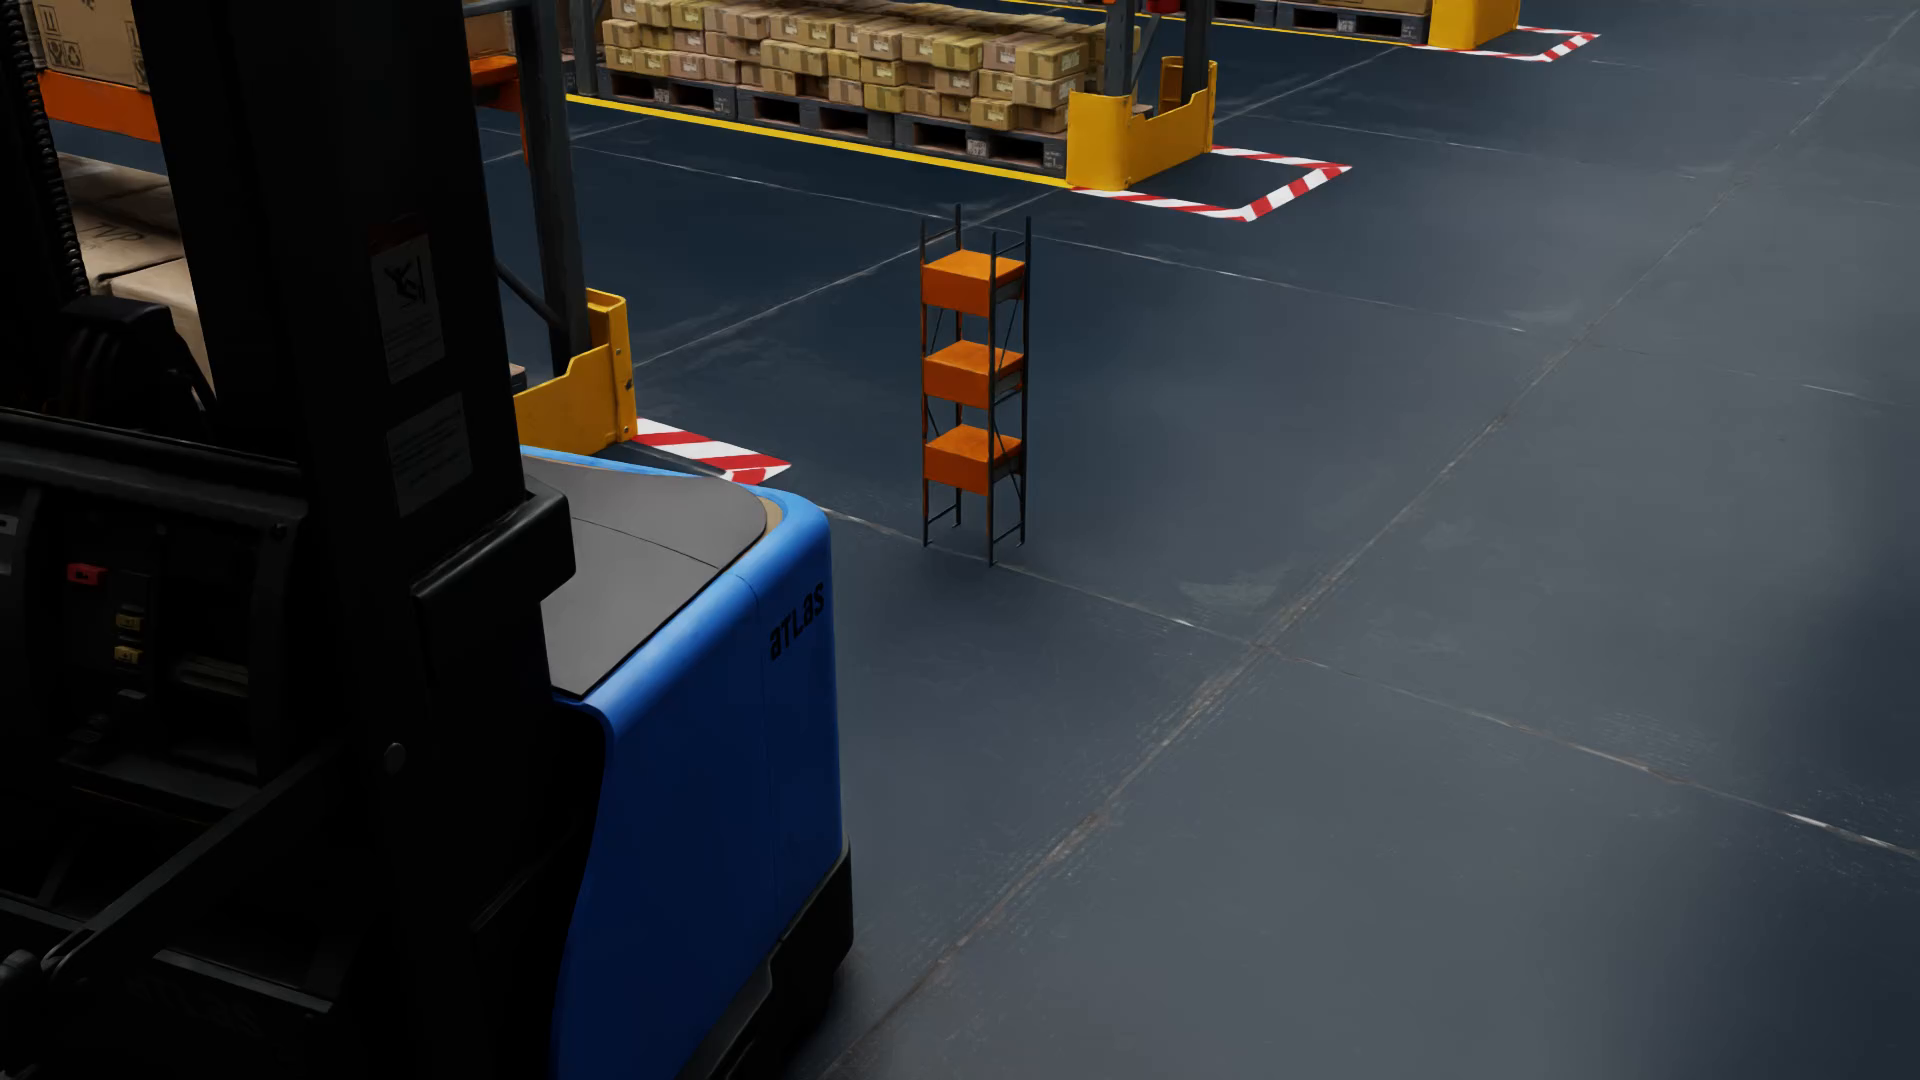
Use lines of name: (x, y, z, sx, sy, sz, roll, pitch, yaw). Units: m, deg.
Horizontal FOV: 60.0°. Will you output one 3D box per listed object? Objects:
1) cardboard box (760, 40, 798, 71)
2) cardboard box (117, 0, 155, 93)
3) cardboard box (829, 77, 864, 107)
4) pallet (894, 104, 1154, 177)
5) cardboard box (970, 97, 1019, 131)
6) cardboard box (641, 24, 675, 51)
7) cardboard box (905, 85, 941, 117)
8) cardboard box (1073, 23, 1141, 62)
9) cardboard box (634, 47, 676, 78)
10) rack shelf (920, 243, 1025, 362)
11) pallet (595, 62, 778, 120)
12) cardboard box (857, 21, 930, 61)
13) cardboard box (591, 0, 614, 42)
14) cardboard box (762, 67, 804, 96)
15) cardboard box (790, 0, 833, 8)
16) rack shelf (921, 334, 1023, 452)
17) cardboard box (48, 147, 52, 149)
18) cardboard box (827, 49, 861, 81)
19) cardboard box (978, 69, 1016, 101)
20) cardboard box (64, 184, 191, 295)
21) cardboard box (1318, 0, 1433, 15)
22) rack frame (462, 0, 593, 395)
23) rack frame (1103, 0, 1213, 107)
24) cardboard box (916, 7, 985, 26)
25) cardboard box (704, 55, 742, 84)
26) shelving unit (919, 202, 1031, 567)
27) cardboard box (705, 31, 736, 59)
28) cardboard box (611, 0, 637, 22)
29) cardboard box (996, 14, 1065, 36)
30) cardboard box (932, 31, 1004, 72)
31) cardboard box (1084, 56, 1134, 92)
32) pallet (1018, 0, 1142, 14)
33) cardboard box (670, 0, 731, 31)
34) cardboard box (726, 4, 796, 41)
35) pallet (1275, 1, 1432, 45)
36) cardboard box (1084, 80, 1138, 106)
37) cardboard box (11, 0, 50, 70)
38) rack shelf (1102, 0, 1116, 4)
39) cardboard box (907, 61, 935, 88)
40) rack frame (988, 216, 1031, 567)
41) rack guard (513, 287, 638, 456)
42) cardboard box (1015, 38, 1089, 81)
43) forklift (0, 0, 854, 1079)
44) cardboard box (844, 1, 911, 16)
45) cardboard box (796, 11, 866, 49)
cardboard box: (-1.003, -2.982, 10.154, 0.250, 0.149, 0.380, 17, 32, 30)
cardboard box: (-2.178, -1.630, 5.035, 0.500, 0.500, 0.500, 18, 32, 31)
cardboard box: (-0.572, -2.717, 9.962, 0.250, 0.149, 0.380, 18, 32, 31)
pallet: (0.377, -2.435, 9.803, 1.213, 0.211, 1.003, 17, 32, 30)
cardboard box: (0.268, -2.439, 9.415, 0.250, 0.149, 0.380, 18, 32, 32)
cardboard box: (-1.831, -3.269, 10.719, 0.250, 0.149, 0.380, 18, 32, 31)
cardboard box: (-0.112, -2.597, 9.727, 0.250, 0.149, 0.380, 18, 32, 31)
cardboard box: (0.850, -2.880, 9.627, 0.250, 0.149, 0.380, 16, 31, 28)
cardboard box: (-1.870, -3.099, 10.712, 0.250, 0.149, 0.380, 18, 32, 32)
rack shelf: (0.044, -0.698, 4.861, 0.240, 0.259, 0.215, 17, 32, 30)
pallet: (-1.634, -3.062, 11.034, 1.213, 0.211, 1.003, 17, 32, 30)
cardboard box: (-0.381, -2.903, 9.672, 0.250, 0.149, 0.380, 19, 32, 32)
cardboard box: (-2.667, -3.826, 11.754, 0.500, 0.500, 0.500, 19, 32, 32)
cardboard box: (-0.997, -2.849, 10.221, 0.250, 0.149, 0.380, 16, 31, 29)
cardboard box: (-0.880, -3.409, 10.665, 0.250, 0.149, 0.380, 16, 31, 28)
rack shelf: (0.044, -0.445, 4.990, 0.240, 0.259, 0.215, 17, 32, 30)
cardboard box: (-4.470, -1.431, 7.117, 0.875, 0.438, 0.875, 17, 31, 30)
cardboard box: (-0.572, -2.849, 9.892, 0.250, 0.149, 0.380, 19, 33, 33)
cardboard box: (0.308, -2.602, 9.408, 0.250, 0.149, 0.380, 16, 31, 29)
cardboard box: (-2.990, -0.970, 6.210, 0.875, 0.438, 0.875, 18, 32, 32)
cardboard box: (3.408, -4.640, 12.940, 0.875, 0.875, 0.875, 17, 32, 30)
rack frame: (-1.630, -1.560, 5.009, 0.127, 3.000, 1.000, 17, 32, 30)
rack frame: (1.089, -3.437, 8.696, 0.127, 3.000, 1.000, 17, 32, 30)
cardboard box: (-0.055, -3.126, 10.110, 0.250, 0.149, 0.380, 19, 32, 32)
cardboard box: (-1.399, -3.008, 10.533, 0.250, 0.149, 0.380, 17, 31, 29)
shelving unit: (0.044, -0.454, 4.985, 0.252, 1.050, 0.215, 17, 32, 30)
cardboard box: (-1.389, -3.150, 10.484, 0.250, 0.149, 0.380, 16, 31, 28)
cardboard box: (-2.041, -3.480, 10.805, 0.250, 0.149, 0.380, 19, 32, 32)
cardboard box: (0.419, -3.019, 9.899, 0.250, 0.149, 0.380, 17, 32, 30)
cardboard box: (0.049, -2.765, 9.400, 0.250, 0.149, 0.380, 17, 31, 29)
cardboard box: (0.803, -2.717, 9.633, 0.250, 0.149, 0.380, 19, 32, 32)
pallet: (1.266, -4.825, 14.499, 1.213, 0.211, 1.003, 17, 32, 30)
cardboard box: (-1.611, -3.340, 10.531, 0.250, 0.149, 0.380, 17, 31, 30)
cardboard box: (-1.220, -3.186, 10.228, 0.250, 0.149, 0.380, 18, 32, 31)
pallet: (3.277, -4.199, 13.267, 1.213, 0.211, 1.003, 17, 32, 30)
cardboard box: (0.839, -2.608, 9.747, 0.250, 0.149, 0.380, 18, 32, 31)
cardboard box: (-3.012, -1.893, 5.552, 0.500, 0.500, 0.500, 18, 32, 32)
rack shelf: (-0.559, -3.630, 9.869, 4.000, 0.370, 1.077, 17, 32, 30)
cardboard box: (-0.100, -2.755, 9.709, 0.250, 0.149, 0.380, 17, 31, 30)
rack frame: (0.145, -0.423, 4.923, 0.008, 1.050, 0.200, 17, 32, 30)
rack guard: (-1.610, -0.440, 5.564, 0.348, 0.500, 1.175, 17, 32, 30)
cardboard box: (0.509, -2.660, 9.194, 0.250, 0.149, 0.380, 18, 32, 31)
forklift: (-1.234, 0.111, 1.800, 1.130, 2.935, 3.031, 10, 29, 19)
cardboard box: (-0.508, -3.240, 10.333, 0.250, 0.149, 0.380, 17, 32, 30)
cardboard box: (-0.768, -3.069, 9.998, 0.250, 0.149, 0.380, 17, 32, 31)
